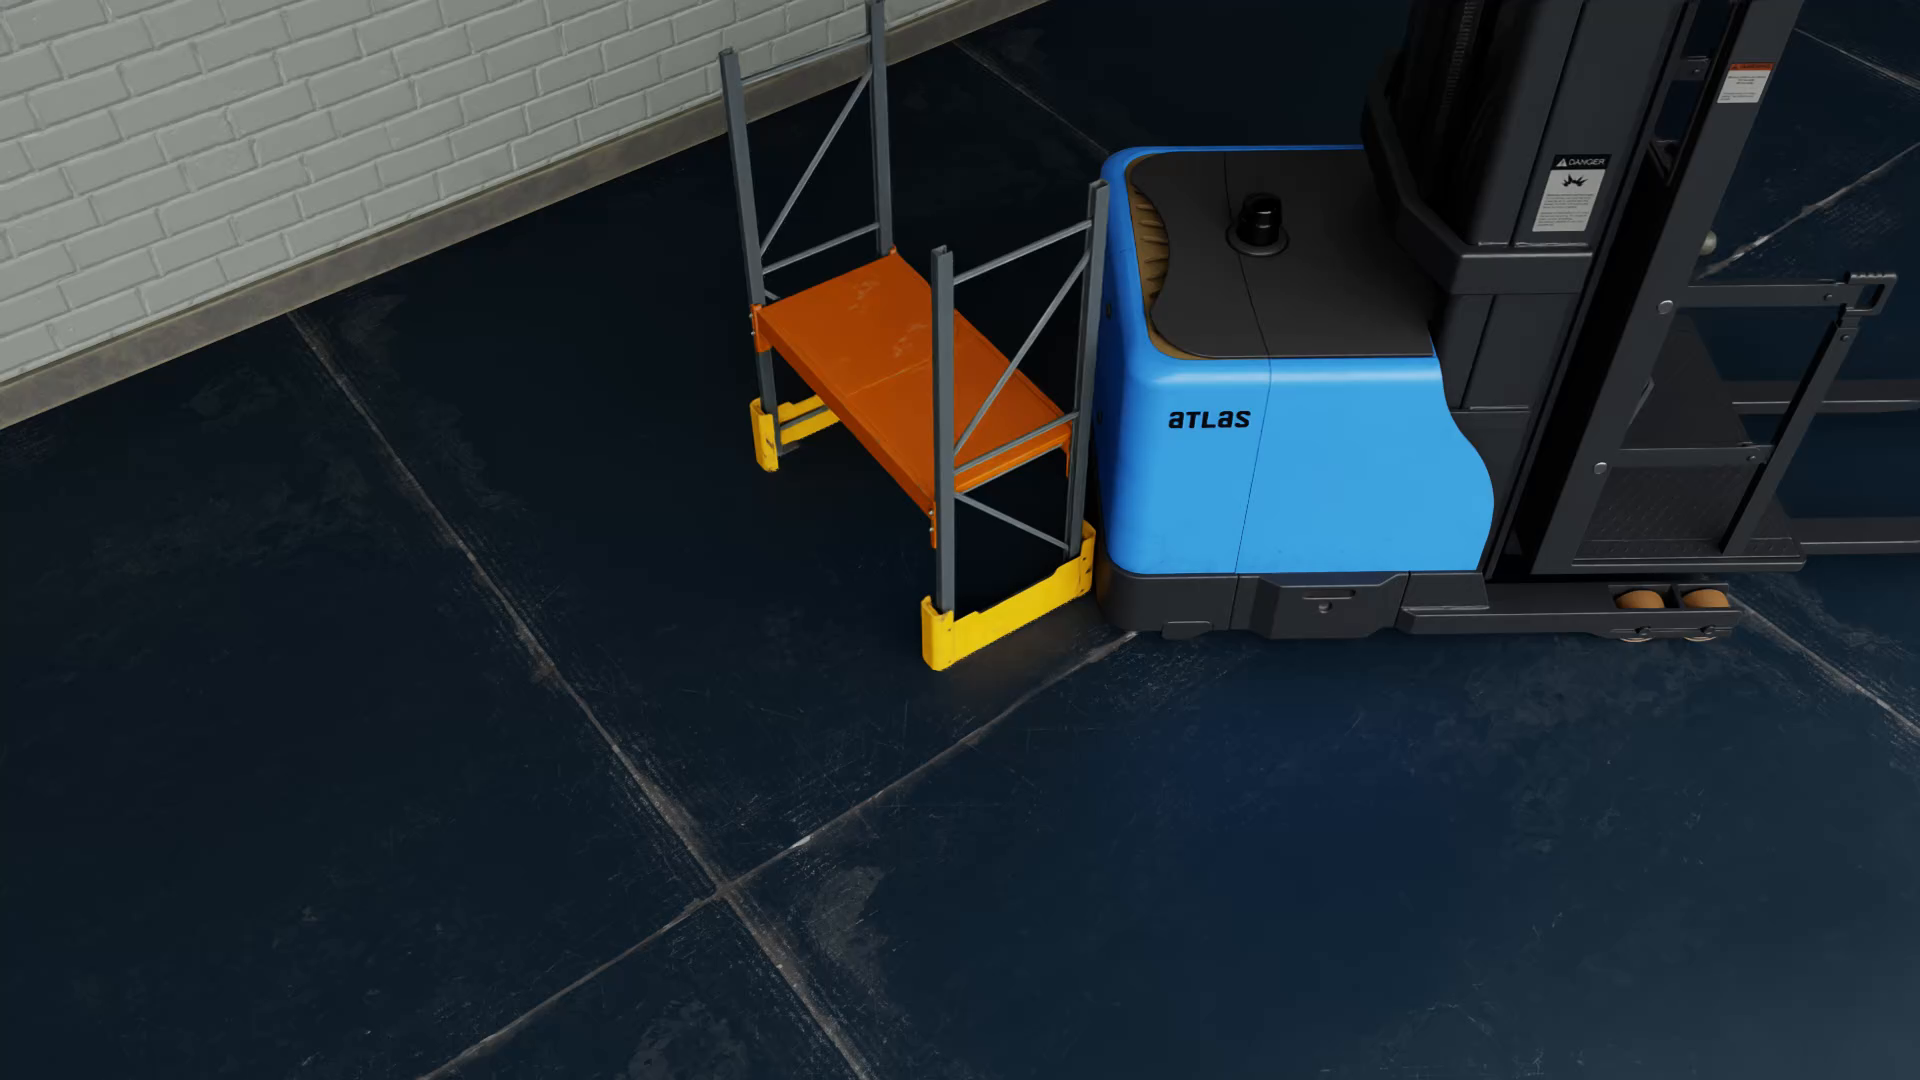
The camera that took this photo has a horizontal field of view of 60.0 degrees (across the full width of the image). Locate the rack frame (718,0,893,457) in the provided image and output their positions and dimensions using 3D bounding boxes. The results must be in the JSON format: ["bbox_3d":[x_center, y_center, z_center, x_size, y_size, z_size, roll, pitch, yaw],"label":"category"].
[{"bbox_3d":[-0.424,-0.881,5.037,0.500,1.500,0.032,-27,53,-22],"label":"rack frame"}]

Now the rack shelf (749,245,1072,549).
[{"bbox_3d":[-0.138,-0.449,4.888,0.538,0.185,1.000,-27,53,-22],"label":"rack shelf"}]

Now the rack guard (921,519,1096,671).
[{"bbox_3d":[0.147,0.161,4.936,0.587,0.250,0.087,-27,53,-22],"label":"rack guard"}]

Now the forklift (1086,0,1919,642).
[{"bbox_3d":[1.919,-1.074,4.246,3.031,2.935,1.130,-1,48,-1],"label":"forklift"}]

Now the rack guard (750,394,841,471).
[{"bbox_3d":[-0.413,-0.450,5.489,0.587,0.250,0.087,-27,53,-22],"label":"rack guard"}]

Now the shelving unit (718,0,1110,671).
[{"bbox_3d":[-0.133,-0.564,4.749,0.587,1.500,1.083,-27,53,-22],"label":"shelving unit"}]

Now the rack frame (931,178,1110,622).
[{"bbox_3d":[0.147,-0.258,4.472,0.500,1.500,0.032,-27,53,-22],"label":"rack frame"}]
